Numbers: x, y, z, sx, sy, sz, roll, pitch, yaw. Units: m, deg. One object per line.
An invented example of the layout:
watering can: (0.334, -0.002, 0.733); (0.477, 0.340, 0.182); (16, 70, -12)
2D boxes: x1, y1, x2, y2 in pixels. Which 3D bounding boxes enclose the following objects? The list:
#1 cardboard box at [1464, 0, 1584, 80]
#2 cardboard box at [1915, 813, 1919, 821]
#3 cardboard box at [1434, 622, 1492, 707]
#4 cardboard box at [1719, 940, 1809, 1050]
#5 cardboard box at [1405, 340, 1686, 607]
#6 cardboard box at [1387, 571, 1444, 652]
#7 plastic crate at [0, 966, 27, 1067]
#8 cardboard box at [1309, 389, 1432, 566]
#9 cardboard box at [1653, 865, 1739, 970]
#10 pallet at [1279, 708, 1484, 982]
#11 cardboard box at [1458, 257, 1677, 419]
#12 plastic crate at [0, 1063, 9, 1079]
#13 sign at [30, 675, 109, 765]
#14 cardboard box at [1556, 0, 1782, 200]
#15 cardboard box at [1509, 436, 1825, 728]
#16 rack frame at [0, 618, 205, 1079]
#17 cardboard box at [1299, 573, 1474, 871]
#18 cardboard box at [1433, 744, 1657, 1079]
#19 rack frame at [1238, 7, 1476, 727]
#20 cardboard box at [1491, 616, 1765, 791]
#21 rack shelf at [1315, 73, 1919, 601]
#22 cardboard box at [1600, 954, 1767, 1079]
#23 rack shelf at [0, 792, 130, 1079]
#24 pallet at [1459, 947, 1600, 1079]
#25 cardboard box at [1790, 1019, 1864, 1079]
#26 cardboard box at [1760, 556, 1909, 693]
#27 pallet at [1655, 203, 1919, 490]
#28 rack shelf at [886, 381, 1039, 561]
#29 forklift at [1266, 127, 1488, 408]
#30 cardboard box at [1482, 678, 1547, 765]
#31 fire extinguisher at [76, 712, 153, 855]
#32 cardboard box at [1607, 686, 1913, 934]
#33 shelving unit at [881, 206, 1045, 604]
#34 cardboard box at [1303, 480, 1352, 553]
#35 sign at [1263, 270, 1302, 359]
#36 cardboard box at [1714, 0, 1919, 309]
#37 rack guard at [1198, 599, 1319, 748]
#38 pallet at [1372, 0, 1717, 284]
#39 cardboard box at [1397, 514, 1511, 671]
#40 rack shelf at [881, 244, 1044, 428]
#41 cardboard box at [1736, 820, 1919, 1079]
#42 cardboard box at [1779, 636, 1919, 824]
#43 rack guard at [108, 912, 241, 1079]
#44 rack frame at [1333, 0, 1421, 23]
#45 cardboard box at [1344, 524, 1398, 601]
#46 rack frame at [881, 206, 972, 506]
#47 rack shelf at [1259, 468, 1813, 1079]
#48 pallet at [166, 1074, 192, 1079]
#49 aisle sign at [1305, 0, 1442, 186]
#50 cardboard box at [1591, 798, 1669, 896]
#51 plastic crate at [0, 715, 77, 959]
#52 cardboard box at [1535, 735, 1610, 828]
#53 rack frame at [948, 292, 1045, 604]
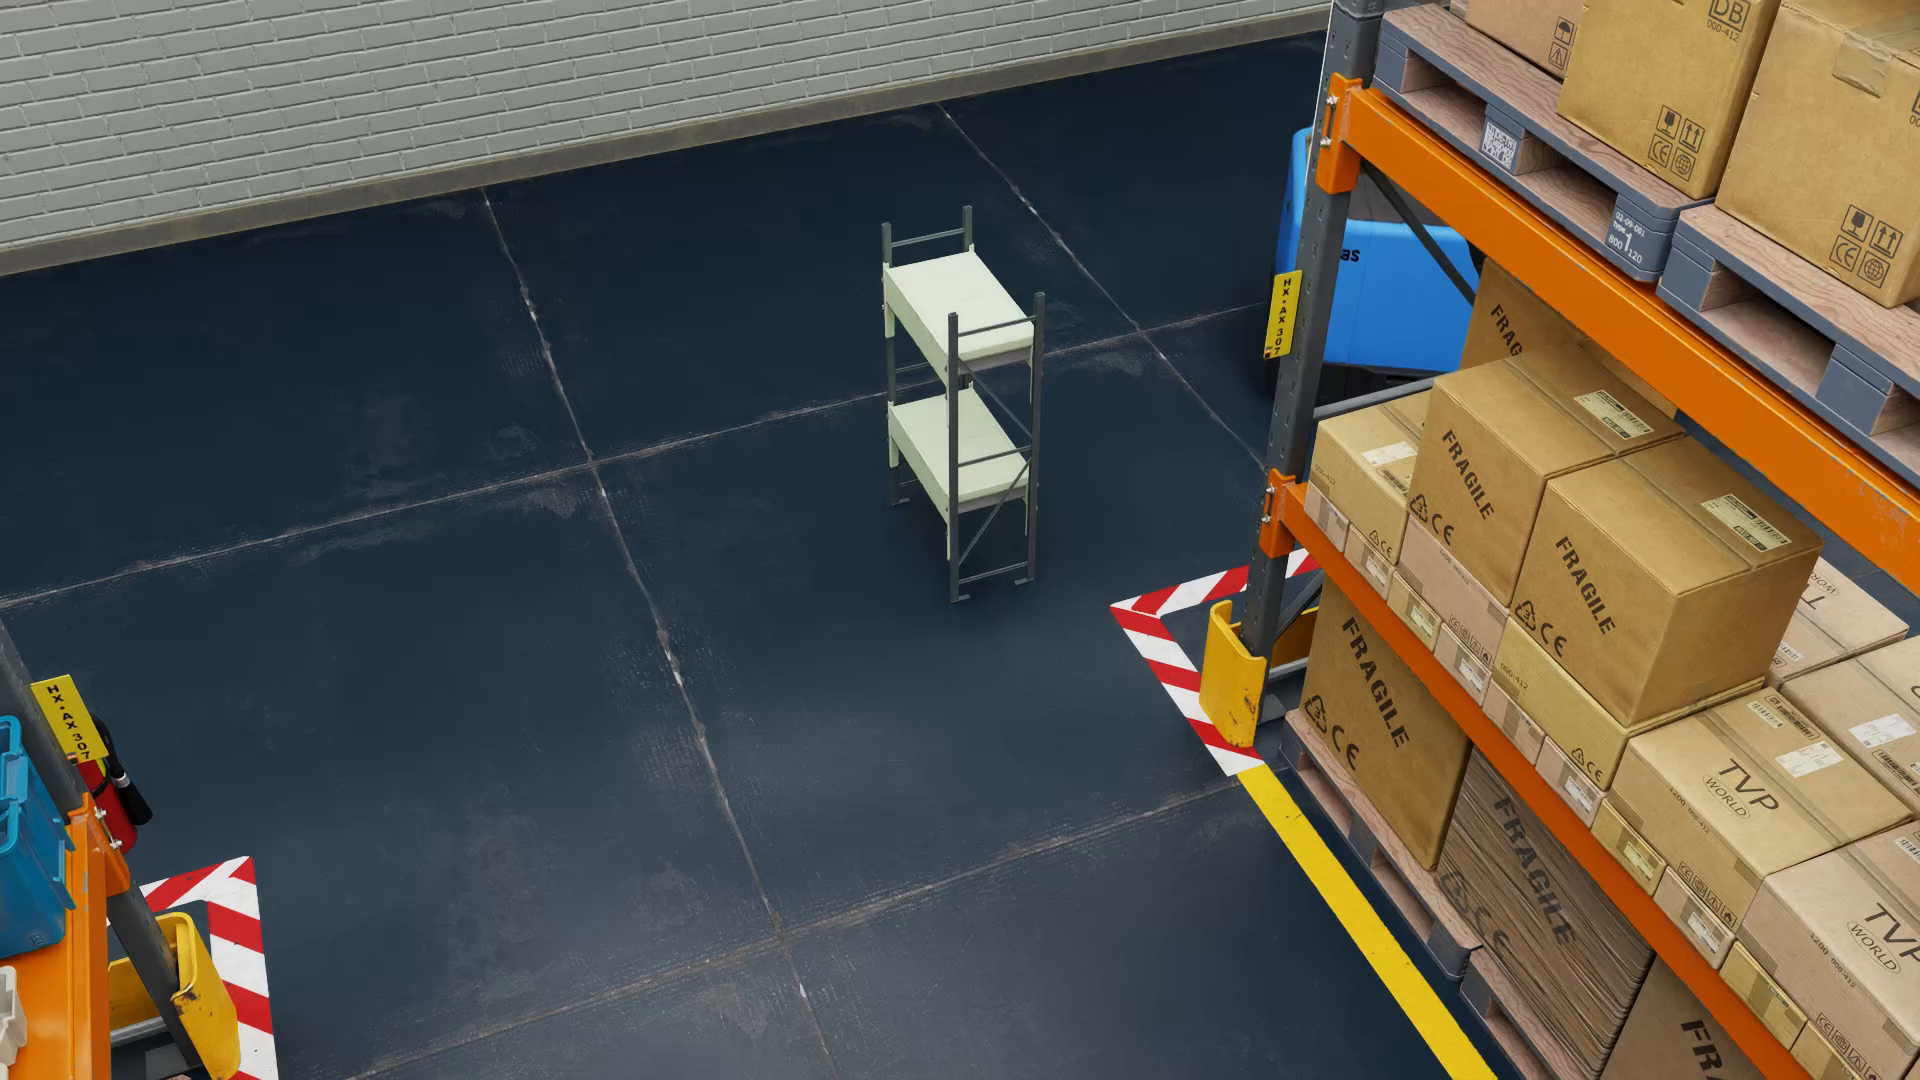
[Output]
cardboard box: (1.832, -1.593, 4.445); (0.700, 0.500, 0.500); (-18, 44, -19)
cardboard box: (2.787, 0.873, 4.240); (0.500, 0.250, 0.500); (-14, 43, -16)
cardboard box: (1.713, 0.336, 5.170); (0.380, 0.149, 0.250); (-16, 43, -18)
cardboard box: (2.203, 1.108, 4.272); (0.380, 0.149, 0.250); (-16, 43, -18)
cardboard box: (1.709, -0.203, 4.916); (0.500, 0.500, 0.500); (-16, 43, -18)
cardboard box: (1.612, 0.179, 5.352); (0.380, 0.149, 0.250); (-16, 43, -18)
plastic crate: (-2.513, 1.238, 4.084); (0.396, 0.136, 0.243); (-15, 43, -17)
cardboard box: (1.518, -0.220, 5.511); (0.500, 0.250, 0.500); (-16, 43, -18)
cardboard box: (2.106, 0.955, 4.451); (0.380, 0.149, 0.250); (-14, 43, -16)
pallet: (1.962, 0.999, 6.345); (1.003, 0.211, 1.213); (-15, 43, -17)
cardboard box: (2.013, -0.633, 5.416); (0.500, 0.500, 0.500); (-15, 43, -16)
plastic crate: (-2.416, 1.416, 3.877); (0.396, 0.136, 0.243); (-15, 43, -17)
sign: (-2.490, 0.506, 4.654); (0.100, 0.325, 0.005); (-15, 43, -17)
cardboard box: (1.936, -1.224, 4.015); (0.700, 0.500, 0.500); (-17, 43, -18)
cardboard box: (1.913, 0.107, 4.555); (0.500, 0.500, 0.500); (-16, 43, -18)
rack frame: (-2.992, 0.715, 4.537); (1.000, 3.000, 0.127); (-15, 43, -17)
cardboard box: (1.903, 0.491, 6.104); (0.875, 0.875, 0.875); (-15, 43, -17)
cardboard box: (2.251, 1.040, 5.467); (0.875, 0.875, 0.875); (-15, 43, -17)
rack frame: (1.584, -0.521, 5.973); (1.000, 3.000, 0.127); (-15, 43, -17)
cardboard box: (1.912, 0.395, 4.796); (0.500, 0.250, 0.500); (-16, 43, -18)
rack shelf: (2.349, -0.180, 3.829); (1.077, 0.370, 4.000); (-15, 43, -17)
cardboard box: (2.591, 1.576, 4.843); (0.875, 0.875, 0.875); (-15, 43, -17)
rack shelf: (-2.227, 2.193, 3.370); (1.077, 0.370, 4.000); (-15, 43, -17)
pallet: (2.425, 1.733, 5.492); (1.003, 0.211, 1.213); (-15, 43, -17)
cardboard box: (2.301, 1.262, 4.093); (0.380, 0.149, 0.250); (-14, 43, -16)
cardboard box: (2.403, 0.261, 4.951); (0.500, 0.250, 0.500); (-17, 43, -18)
pallet: (2.348, -0.444, 3.652); (1.003, 0.211, 1.213); (-15, 43, -17)
rack shelf: (0.003, -0.317, 7.387); (0.431, 0.370, 0.720); (-15, 43, -17)
forklift: (3.118, -1.966, 7.707); (3.031, 2.935, 1.130); (5, 41, 6)
cardboard box: (1.810, 0.489, 4.992); (0.380, 0.149, 0.250); (-16, 43, -18)
fire extinguisher: (-2.630, 0.681, 4.921); (0.296, 0.674, 0.183); (-15, 43, -17)
cardboard box: (2.116, 0.708, 4.432); (0.500, 0.250, 0.500); (-16, 43, -18)
shelving unit: (0.003, -0.565, 7.175); (0.431, 1.500, 0.755); (-15, 43, -17)
cardboard box: (1.415, -0.129, 5.711); (0.380, 0.149, 0.250); (-15, 43, -16)
sign: (1.069, -0.744, 5.509); (0.100, 0.325, 0.005); (-15, 43, -17)
cardboard box: (2.179, -0.925, 3.667); (0.700, 0.500, 0.500); (-18, 44, -20)
rack guard: (1.575, 0.413, 6.805); (1.175, 0.500, 0.348); (-15, 43, -17)
pallet: (1.877, -1.180, 4.508); (1.003, 0.211, 1.213); (-15, 43, -17)
cardboard box: (1.723, 0.091, 5.149); (0.500, 0.250, 0.500); (-16, 43, -17)
rack shelf: (0.003, -0.861, 6.920); (0.431, 0.370, 0.720); (-15, 43, -17)
cardboard box: (2.307, 1.014, 4.076); (0.500, 0.250, 0.500); (-14, 43, -16)
cardboard box: (2.606, 0.574, 4.587); (0.500, 0.250, 0.500); (-15, 43, -17)
rack guard: (-3.014, 1.652, 5.365); (1.175, 0.500, 0.348); (-15, 43, -17)
rack frame: (1.584, -2.795, 4.017); (1.000, 3.000, 0.127); (-15, 43, -17)
cardboard box: (1.514, 0.025, 5.532); (0.380, 0.149, 0.250); (-16, 43, -17)
rack frame: (-0.137, -0.785, 7.431); (0.400, 1.500, 0.023); (-15, 43, -17)
rack shelf: (2.349, 0.957, 4.807); (1.077, 0.370, 4.000); (-15, 43, -17)
pallet: (-2.713, 2.279, 4.857); (1.003, 0.211, 1.213); (-15, 43, -17)
aisle sign: (1.279, -1.475, 5.089); (0.394, 0.787, 0.004); (-15, 43, -17)
cardboard box: (2.004, 0.797, 4.634); (0.380, 0.149, 0.250); (-16, 43, -18)
plastic crate: (-2.692, 0.834, 4.325); (0.616, 0.435, 0.499); (-15, 43, -17)
cardboard box: (1.909, 0.645, 4.811); (0.380, 0.149, 0.250); (-16, 43, -17)
rack frame: (0.143, -0.344, 6.919); (0.400, 1.500, 0.023); (-15, 43, -17)
